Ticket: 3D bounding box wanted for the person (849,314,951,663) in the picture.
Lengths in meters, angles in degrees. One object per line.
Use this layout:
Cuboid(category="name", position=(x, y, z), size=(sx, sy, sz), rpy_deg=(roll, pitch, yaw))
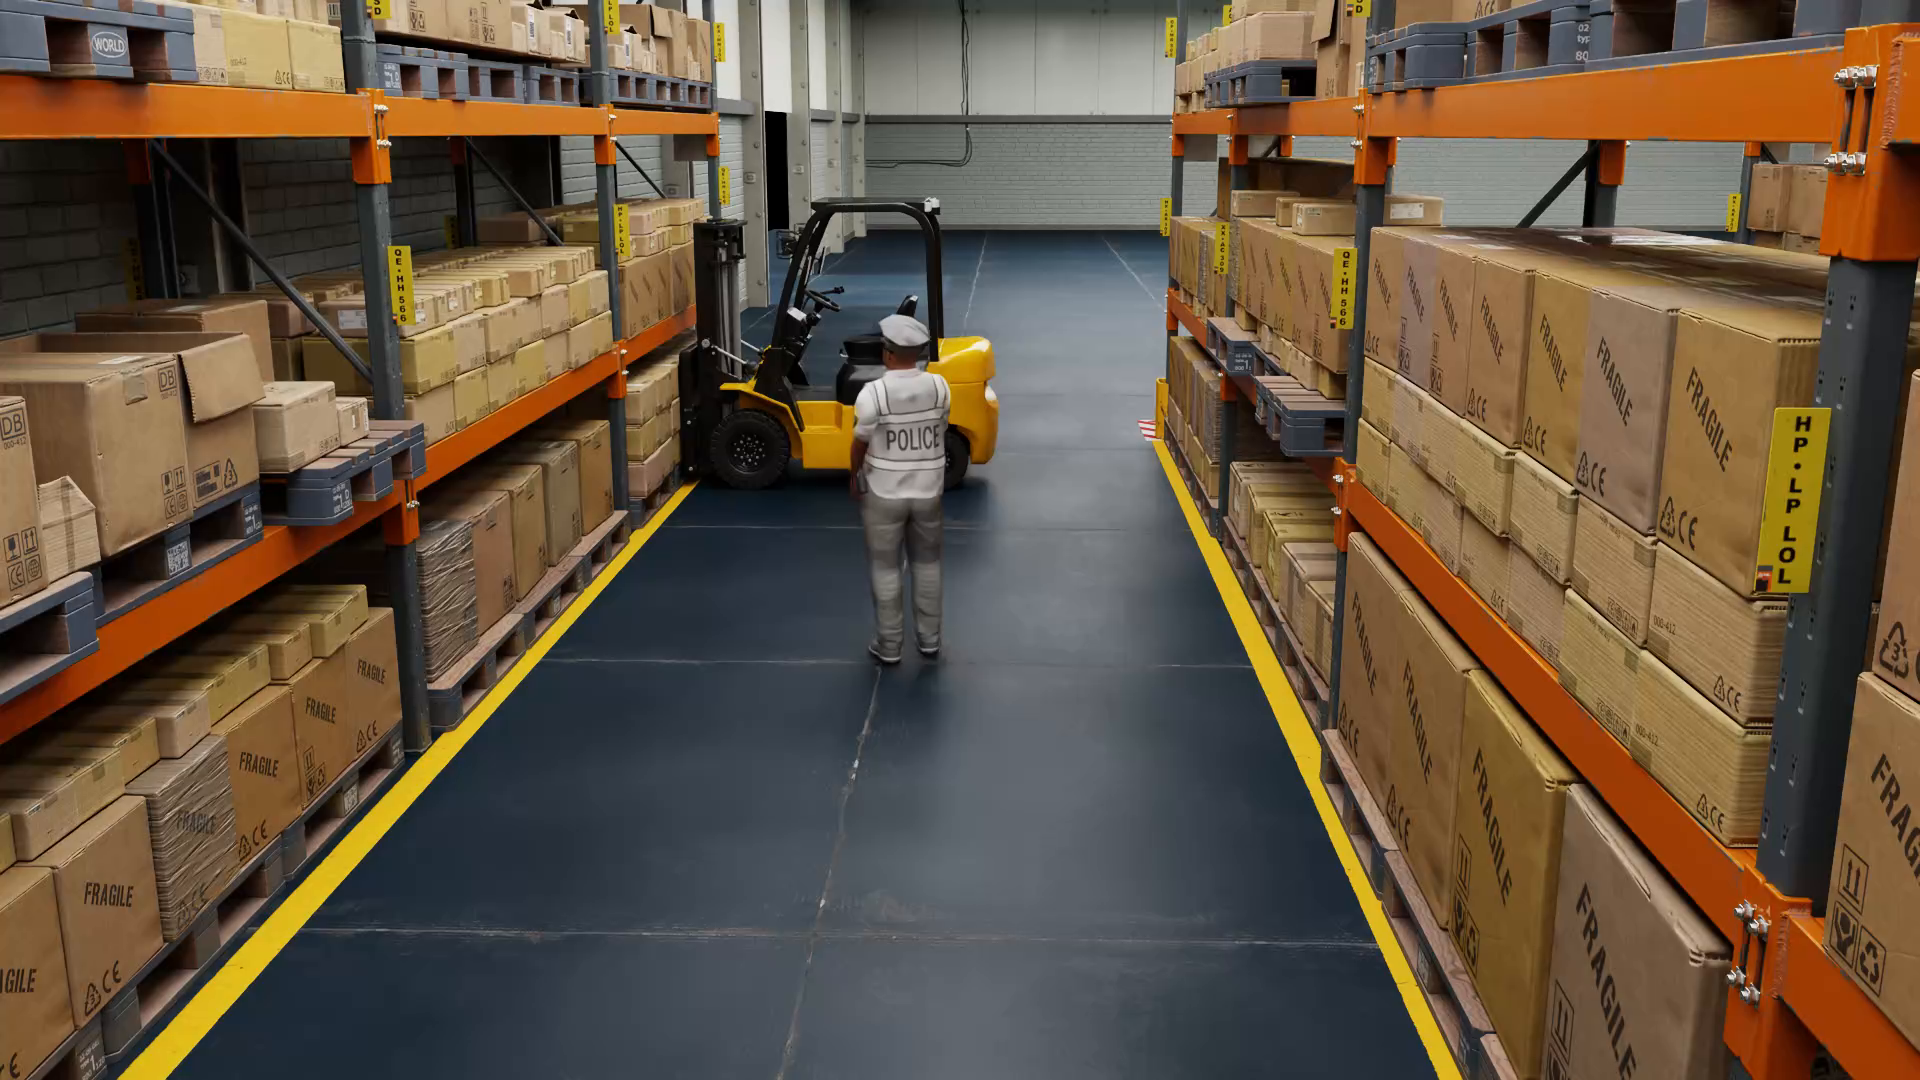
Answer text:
Cuboid(category="person", position=(-0.305, -0.262, 8.467), size=(0.572, 1.789, 0.518), rpy_deg=(-7, 15, -26))
